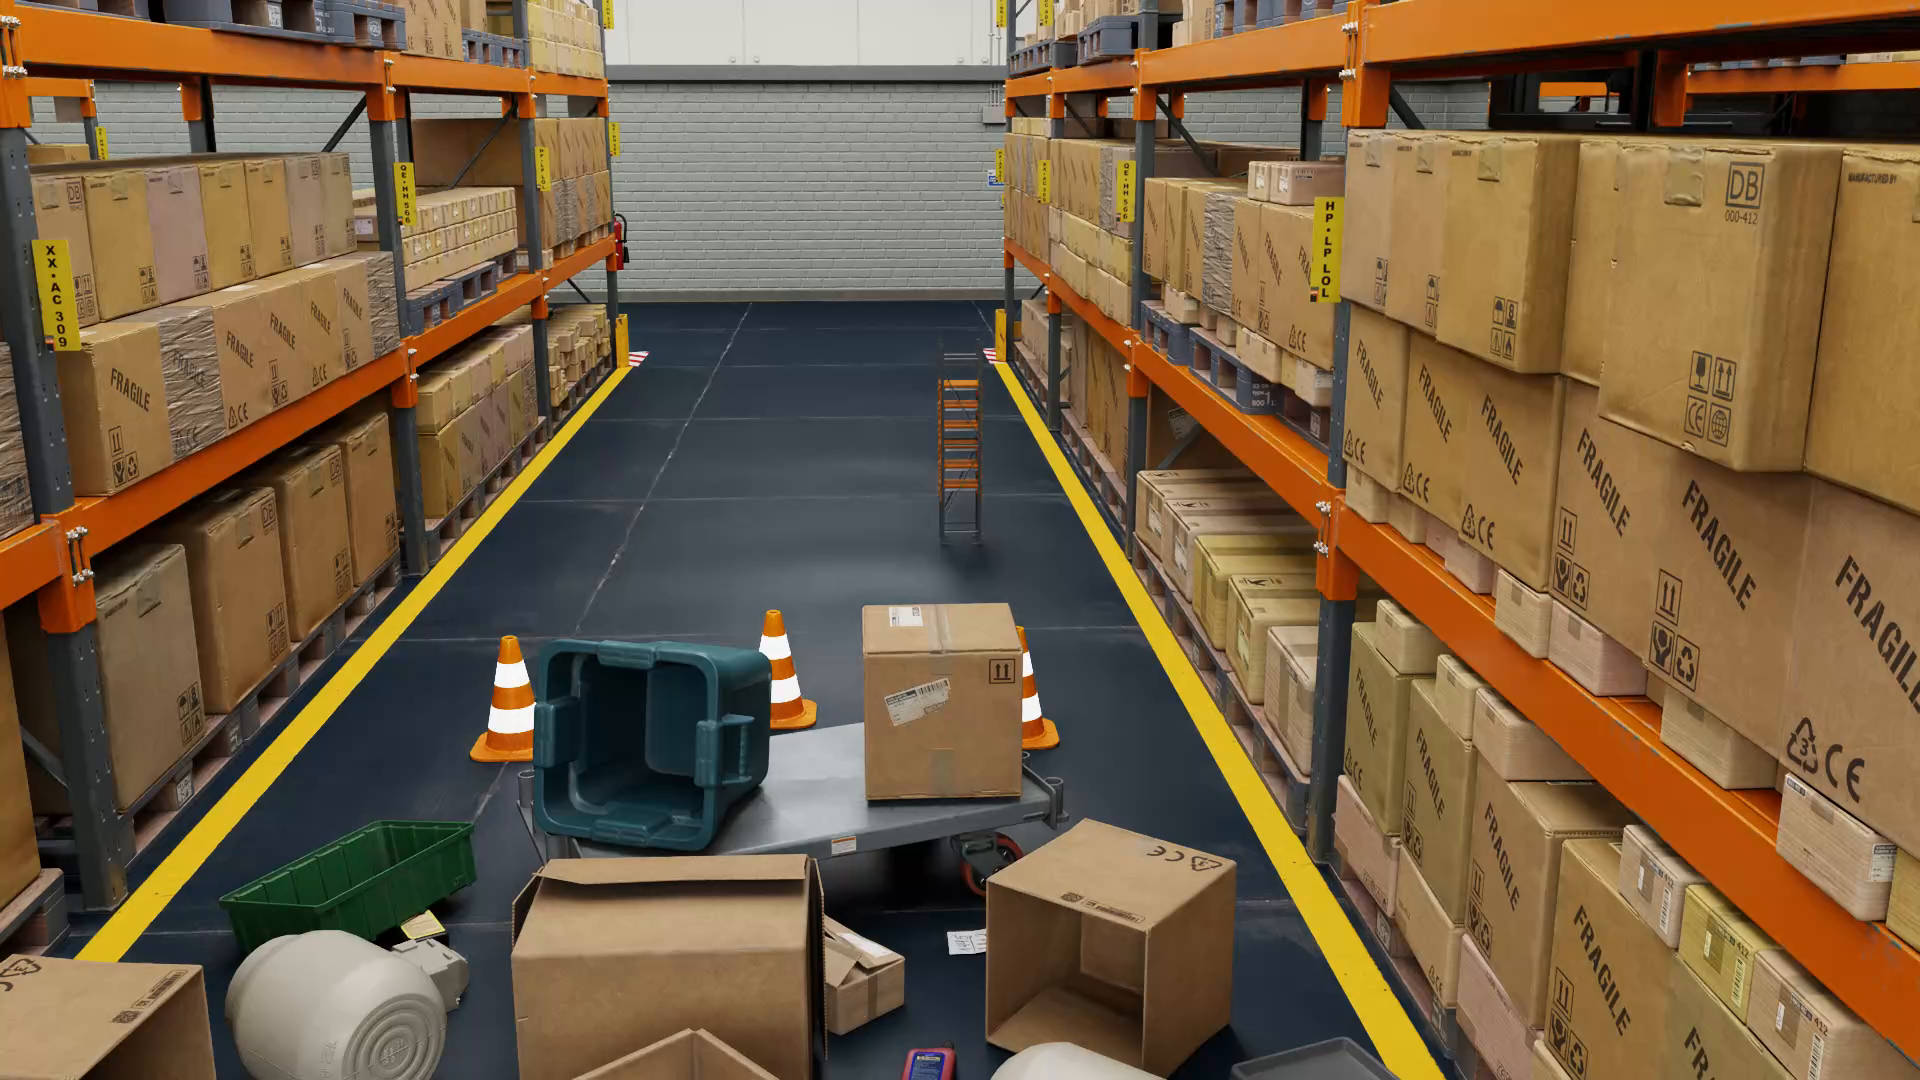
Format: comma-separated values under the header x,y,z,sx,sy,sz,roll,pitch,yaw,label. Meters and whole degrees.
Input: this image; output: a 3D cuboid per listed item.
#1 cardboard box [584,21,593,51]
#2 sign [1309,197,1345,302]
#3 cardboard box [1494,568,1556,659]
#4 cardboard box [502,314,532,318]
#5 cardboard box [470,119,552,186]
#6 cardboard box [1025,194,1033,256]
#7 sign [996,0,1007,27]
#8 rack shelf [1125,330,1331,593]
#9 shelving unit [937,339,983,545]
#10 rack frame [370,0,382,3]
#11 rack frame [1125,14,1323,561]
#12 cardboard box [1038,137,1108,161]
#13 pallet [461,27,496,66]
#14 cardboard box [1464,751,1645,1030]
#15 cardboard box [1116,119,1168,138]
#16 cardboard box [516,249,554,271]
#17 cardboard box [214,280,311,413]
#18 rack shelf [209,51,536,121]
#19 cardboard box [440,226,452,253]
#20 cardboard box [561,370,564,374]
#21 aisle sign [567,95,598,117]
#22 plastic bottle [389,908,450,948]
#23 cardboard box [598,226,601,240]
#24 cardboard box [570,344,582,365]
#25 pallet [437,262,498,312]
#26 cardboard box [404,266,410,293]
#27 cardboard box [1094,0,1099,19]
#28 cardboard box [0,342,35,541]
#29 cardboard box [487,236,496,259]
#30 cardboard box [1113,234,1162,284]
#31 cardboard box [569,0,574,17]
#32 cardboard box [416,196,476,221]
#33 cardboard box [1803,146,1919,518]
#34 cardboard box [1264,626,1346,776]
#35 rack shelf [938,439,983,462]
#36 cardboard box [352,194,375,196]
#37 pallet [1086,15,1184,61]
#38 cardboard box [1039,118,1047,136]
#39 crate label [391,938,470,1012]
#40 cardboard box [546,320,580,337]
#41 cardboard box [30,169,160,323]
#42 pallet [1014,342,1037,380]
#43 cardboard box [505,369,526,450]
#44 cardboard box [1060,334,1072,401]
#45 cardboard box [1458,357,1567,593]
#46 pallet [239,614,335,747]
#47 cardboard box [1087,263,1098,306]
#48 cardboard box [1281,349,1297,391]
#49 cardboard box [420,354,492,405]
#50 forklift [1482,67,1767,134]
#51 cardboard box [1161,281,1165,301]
x,y,z,sx,sy,sz,roll,pitch,yaw,label
-3.654,-4.625,15.261,0.500,0.250,0.500,-1,14,-5,cardboard box
1.155,-0.909,5.217,0.100,0.325,0.005,-1,14,-3,sign
1.478,0.165,3.868,0.380,0.149,0.250,-1,14,-3,cardboard box
-4.153,-2.024,15.559,0.380,0.149,0.250,-2,15,-6,cardboard box
-3.506,-3.039,13.012,0.500,0.500,0.500,-1,14,-2,cardboard box
0.846,-2.760,14.533,0.500,0.500,0.500,-1,14,-4,cardboard box
0.411,-5.250,16.477,0.100,0.325,0.005,-1,14,-3,sign
1.584,-0.507,7.421,1.077,0.370,4.000,-1,14,-3,rack shelf
0.001,-0.577,9.863,0.258,1.200,0.189,-1,14,-3,shelving unit
-3.474,-4.157,8.122,1.000,3.000,0.127,-1,14,-3,rack frame
1.460,-1.353,9.264,1.000,3.000,0.127,-1,14,-3,rack frame
0.908,-2.993,13.433,0.500,0.500,0.500,-1,14,-4,cardboard box
-3.722,-3.195,10.780,1.213,0.211,1.003,-1,14,-3,pallet
1.551,0.820,3.990,0.500,0.500,0.500,0,14,-1,cardboard box
1.452,-3.277,13.233,0.380,0.149,0.250,-1,14,-4,cardboard box
-3.413,-2.200,13.061,0.380,0.149,0.250,0,14,-1,cardboard box
-3.082,-0.816,6.977,0.500,0.500,0.500,-1,14,-3,cardboard box
-3.598,-2.853,10.518,1.077,0.370,4.000,-1,14,-3,rack shelf
-3.373,-1.859,10.295,0.380,0.149,0.250,-1,14,-3,cardboard box
-3.573,-1.354,14.147,0.380,0.149,0.250,-1,14,-5,cardboard box
-3.675,-4.523,16.367,0.394,0.787,0.004,-1,14,-3,aisle sign
-1.703,1.212,5.193,0.133,0.061,0.283,-9,17,-32,plastic bottle
-3.689,-2.980,16.093,0.380,0.149,0.250,-1,14,-4,cardboard box
-3.541,-1.629,14.620,0.380,0.149,0.250,-1,14,-4,cardboard box
-3.637,-1.650,10.804,1.003,0.211,1.213,-1,14,-3,pallet
-3.300,-1.447,9.293,0.380,0.149,0.250,-1,14,-4,cardboard box
1.026,-3.281,10.165,0.396,0.266,0.258,-1,14,-5,cardboard box
-3.191,-0.237,4.628,0.875,0.550,0.550,-1,14,-3,cardboard box
-3.454,-2.043,11.608,0.380,0.149,0.250,-2,15,-6,cardboard box
1.177,-1.639,9.673,0.500,0.250,0.500,-1,14,-4,cardboard box
-3.608,-4.659,14.592,0.380,0.149,0.250,-1,14,-2,cardboard box
-3.422,-2.195,11.004,0.380,0.149,0.250,-2,15,-6,cardboard box
1.683,-0.289,2.328,0.700,0.500,0.500,-1,14,-3,cardboard box
1.673,0.581,6.180,0.950,0.372,0.625,-1,14,-3,cardboard box
0.001,-0.534,9.874,0.258,0.103,0.180,-1,14,-3,rack shelf
-4.090,-2.252,11.226,0.380,0.149,0.250,-1,14,-4,cardboard box
1.368,-2.873,9.533,1.213,0.211,1.003,0,14,-1,pallet
0.877,-3.520,14.178,0.380,0.149,0.250,-1,14,-4,cardboard box
-1.585,1.272,4.810,0.298,0.136,0.250,-13,20,-42,crate label
-3.652,-1.899,15.074,0.380,0.149,0.250,-1,14,-5,cardboard box
-3.296,-1.040,5.843,0.700,0.500,0.500,-1,14,-4,cardboard box
1.092,-1.794,16.576,1.003,0.211,1.213,-1,14,-3,pallet
-3.393,-0.931,11.799,0.500,0.500,0.500,-1,14,-5,cardboard box
1.281,-1.468,14.011,0.875,0.438,0.875,-1,14,-4,cardboard box
1.530,-0.187,3.936,0.500,0.500,0.500,-1,14,-4,cardboard box
-3.428,0.599,7.274,1.003,0.211,1.213,-1,14,-3,pallet
1.108,-1.654,10.737,0.500,0.250,0.500,-1,14,-4,cardboard box
1.402,-0.629,6.113,0.380,0.149,0.250,-1,14,-5,cardboard box
-3.324,-1.032,10.685,0.500,0.250,0.500,-1,14,-3,cardboard box
3.411,-1.208,8.840,1.130,2.935,3.031,-1,14,-5,forklift
1.295,-1.351,8.918,0.380,0.149,0.250,-2,15,-7,cardboard box
